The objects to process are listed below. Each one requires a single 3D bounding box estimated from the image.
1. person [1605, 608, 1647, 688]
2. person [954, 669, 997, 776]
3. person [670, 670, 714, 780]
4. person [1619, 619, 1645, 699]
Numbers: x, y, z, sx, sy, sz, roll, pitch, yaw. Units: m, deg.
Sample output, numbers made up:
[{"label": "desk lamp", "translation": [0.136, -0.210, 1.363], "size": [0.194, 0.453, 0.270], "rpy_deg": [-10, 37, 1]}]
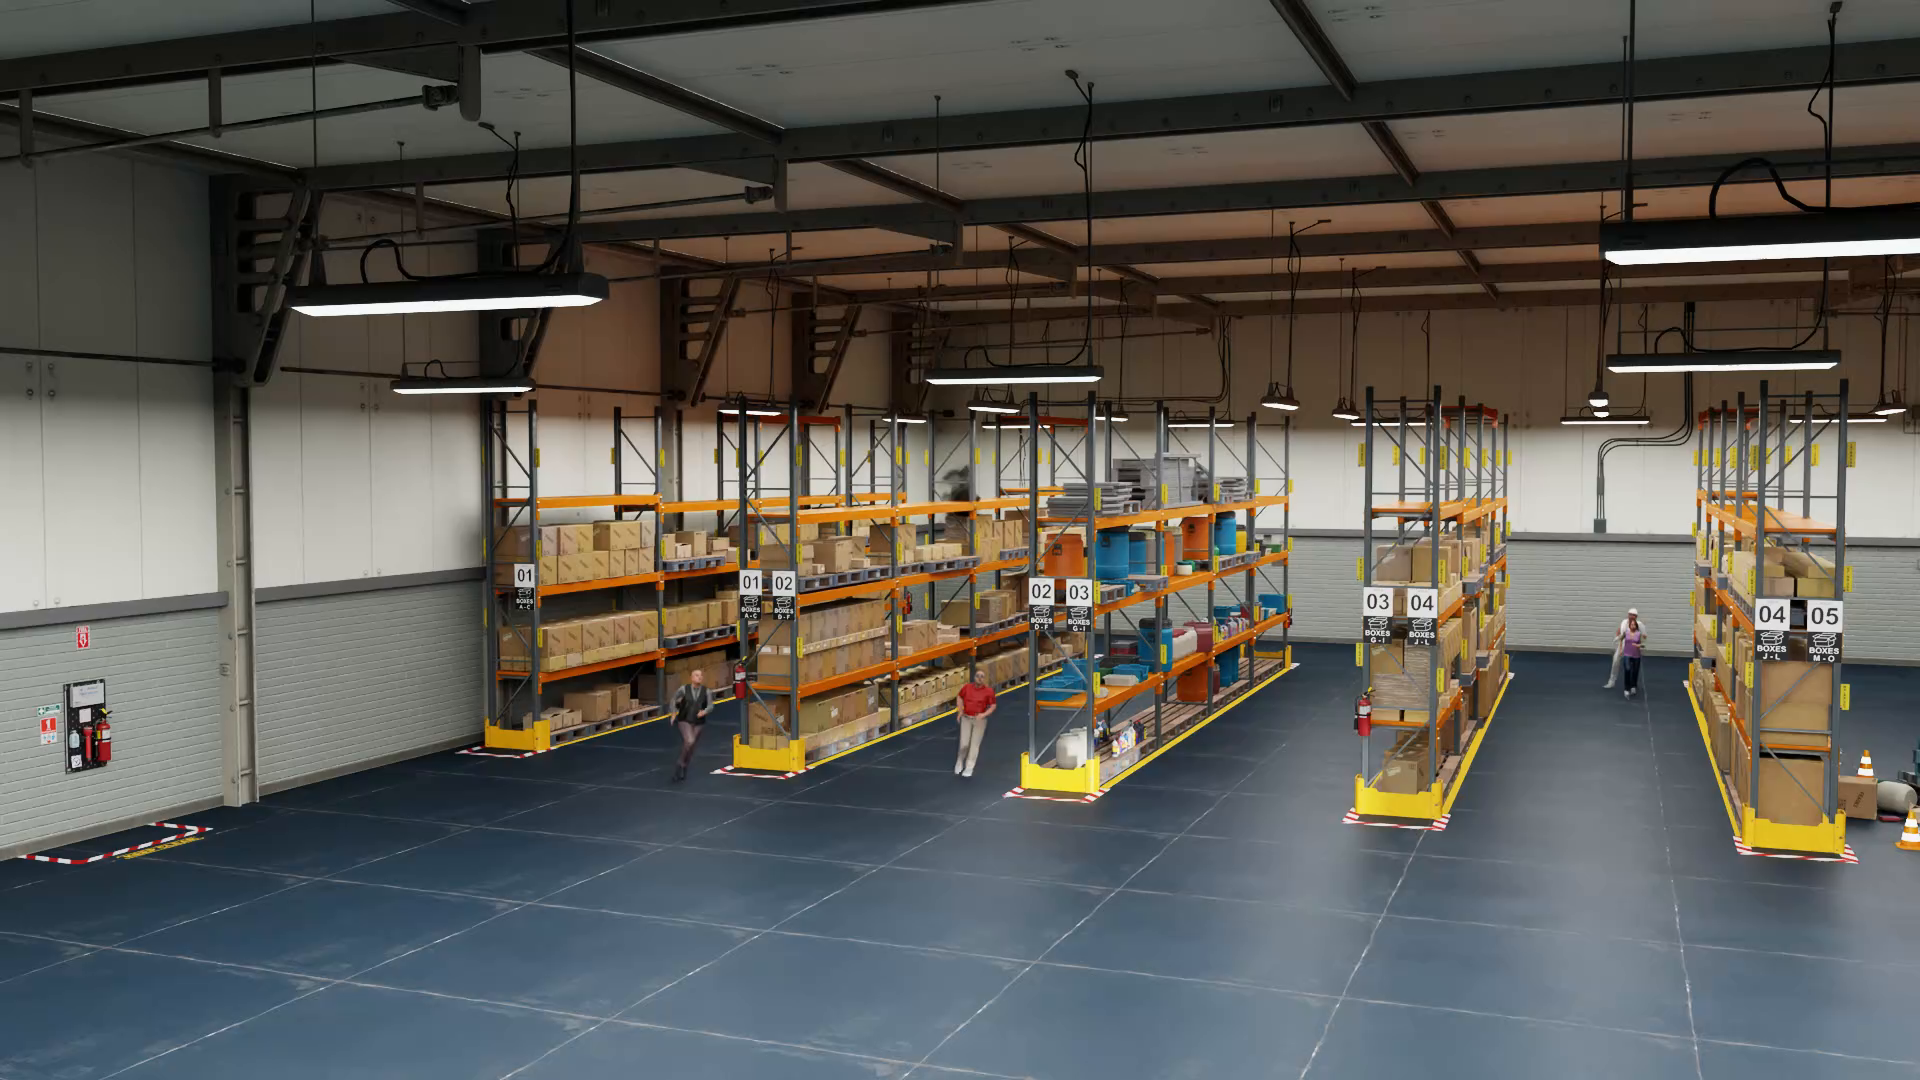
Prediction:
[{"label": "person", "translation": [14.463, 2.335, 35.951], "size": [0.965, 1.730, 0.727], "rpy_deg": [-2, 4, -41]}, {"label": "person", "translation": [0.235, 2.875, 26.113], "size": [0.679, 1.683, 0.569], "rpy_deg": [0, 3, 6]}, {"label": "person", "translation": [-4.154, 2.866, 25.931], "size": [0.645, 1.658, 0.674], "rpy_deg": [-1, 3, -25]}, {"label": "person", "translation": [14.065, 2.484, 34.814], "size": [0.505, 1.647, 0.722], "rpy_deg": [1, 3, 19]}]
